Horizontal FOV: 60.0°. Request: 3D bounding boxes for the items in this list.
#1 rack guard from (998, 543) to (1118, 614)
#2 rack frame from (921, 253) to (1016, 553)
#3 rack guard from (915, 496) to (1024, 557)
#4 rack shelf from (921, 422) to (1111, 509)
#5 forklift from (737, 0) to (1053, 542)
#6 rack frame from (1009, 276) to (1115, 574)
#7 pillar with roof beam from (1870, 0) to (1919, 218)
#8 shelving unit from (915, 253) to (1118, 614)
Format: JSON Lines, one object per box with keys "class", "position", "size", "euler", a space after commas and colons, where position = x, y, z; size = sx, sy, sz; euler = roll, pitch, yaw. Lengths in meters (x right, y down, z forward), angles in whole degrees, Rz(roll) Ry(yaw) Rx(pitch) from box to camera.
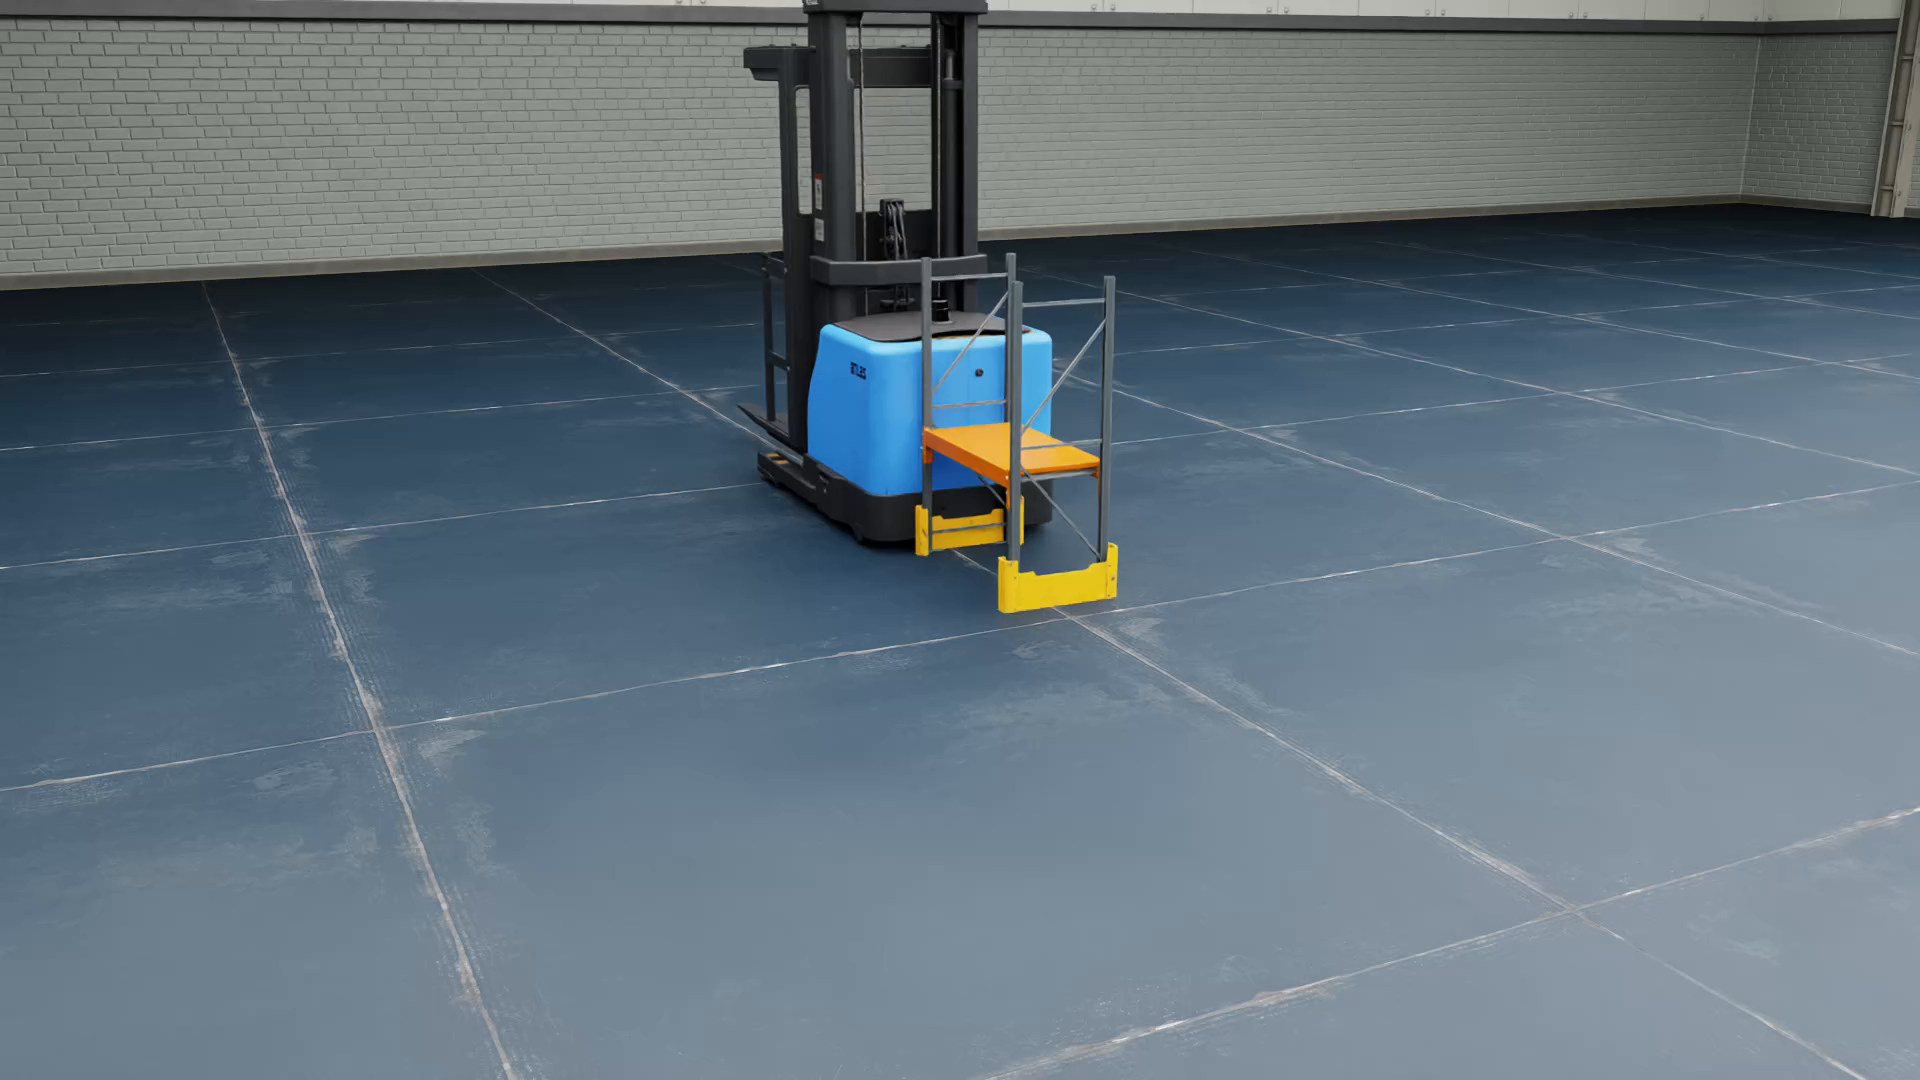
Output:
{"class": "rack guard", "position": [0.455, 0.175, 7.687], "size": [0.587, 0.250, 0.087], "euler": [-7, 17, -23]}
{"class": "rack frame", "position": [0.043, -0.682, 8.407], "size": [0.500, 1.500, 0.032], "euler": [-7, 17, -23]}
{"class": "rack guard", "position": [0.051, -0.076, 8.562], "size": [0.587, 0.250, 0.087], "euler": [-7, 17, -23]}
{"class": "rack shelf", "position": [0.249, -0.380, 8.010], "size": [0.538, 0.185, 1.000], "euler": [-7, 17, -23]}
{"class": "forklift", "position": [-0.566, -1.761, 9.574], "size": [1.130, 2.935, 3.031], "euler": [-7, 17, -23]}
{"class": "rack frame", "position": [0.455, -0.425, 7.513], "size": [0.500, 1.500, 0.032], "euler": [-7, 17, -23]}
{"class": "pillar with roof beam", "position": [11.315, -9.108, 24.176], "size": [9.100, 9.000, 0.400], "euler": [-8, 18, -25]}
{"class": "shelving unit", "position": [0.253, -0.551, 7.952], "size": [0.587, 1.500, 1.083], "euler": [-7, 17, -23]}
